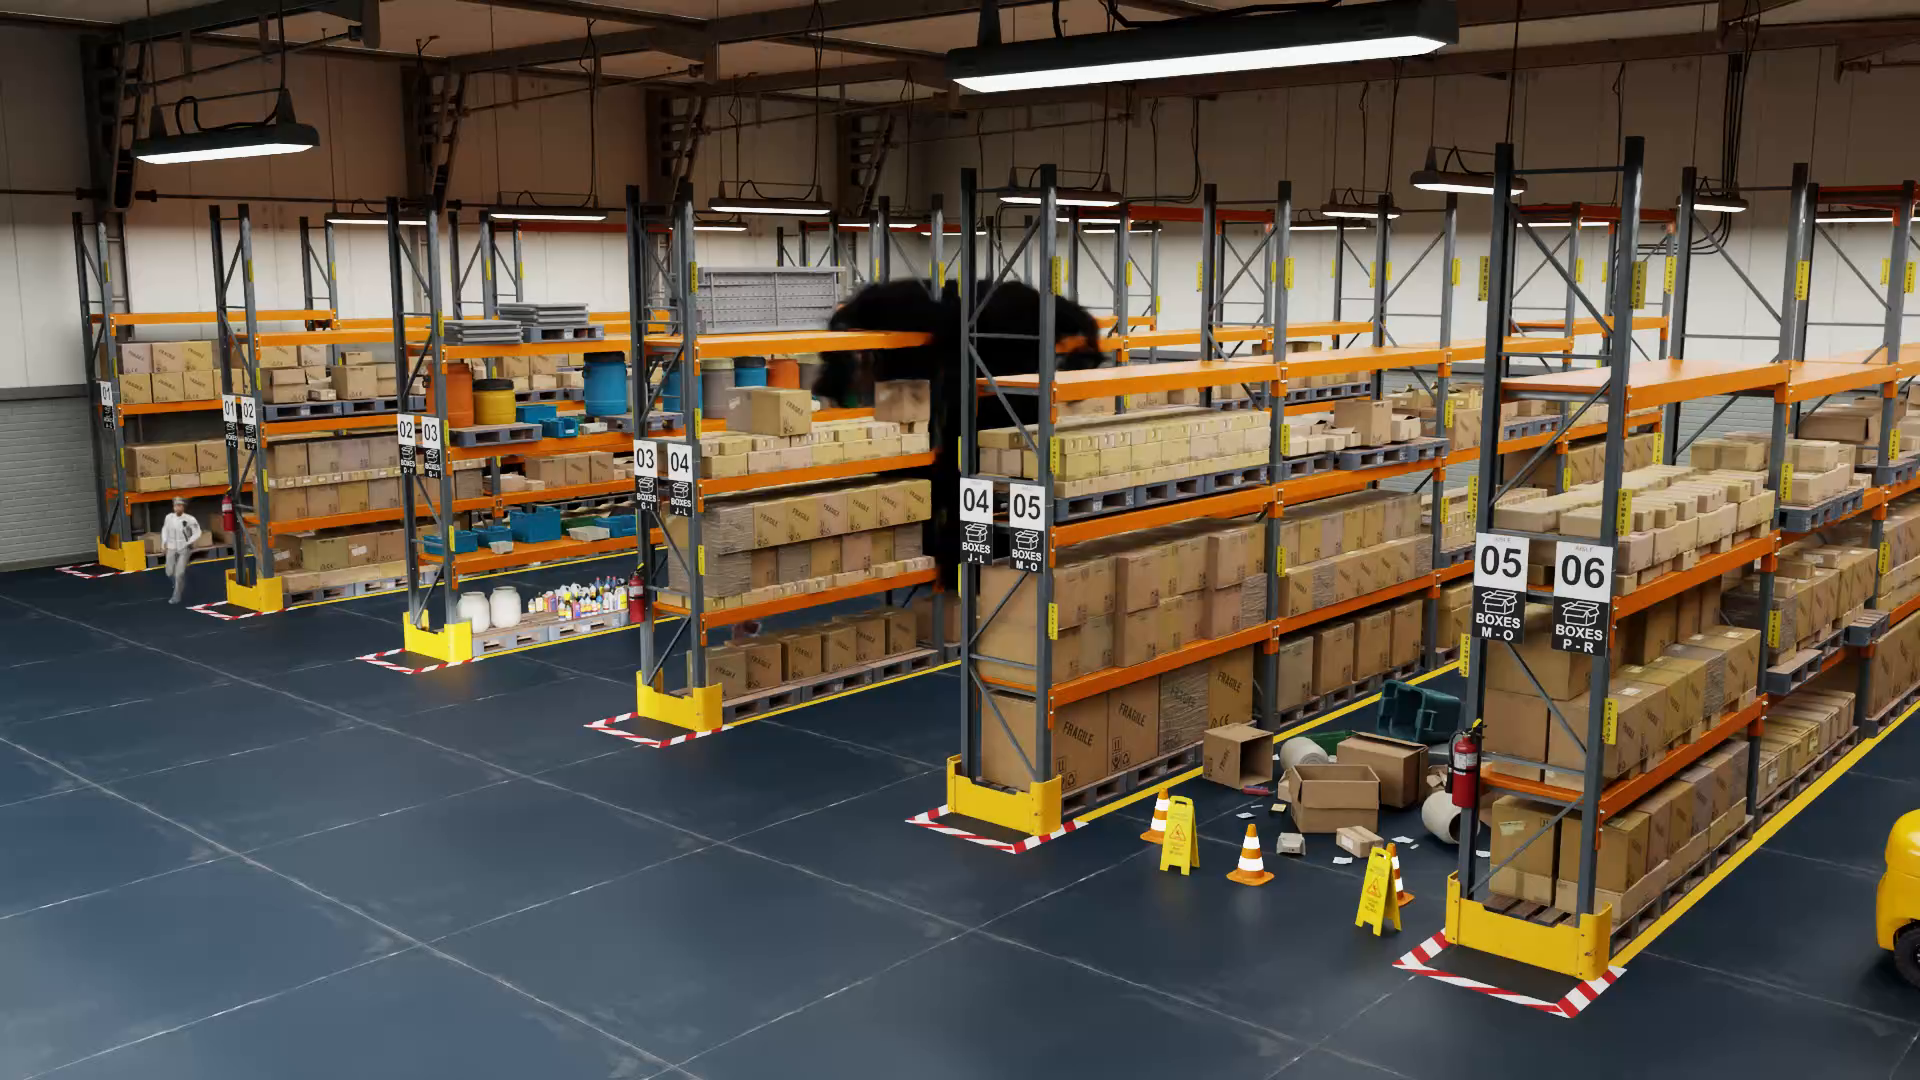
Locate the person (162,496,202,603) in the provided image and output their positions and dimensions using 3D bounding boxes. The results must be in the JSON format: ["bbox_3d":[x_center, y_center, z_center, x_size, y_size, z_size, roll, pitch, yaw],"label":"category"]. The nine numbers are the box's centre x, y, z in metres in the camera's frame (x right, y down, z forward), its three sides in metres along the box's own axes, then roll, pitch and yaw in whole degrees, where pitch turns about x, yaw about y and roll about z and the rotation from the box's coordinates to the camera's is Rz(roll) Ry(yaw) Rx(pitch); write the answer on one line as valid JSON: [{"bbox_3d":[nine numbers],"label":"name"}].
[{"bbox_3d":[-11.979,0.134,25.610,0.616,1.659,0.558,-1,10,-5],"label":"person"}]

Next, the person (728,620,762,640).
[{"bbox_3d":[-2.853,0.721,22.019,0.588,1.628,0.758,7,12,35],"label":"person"}]
